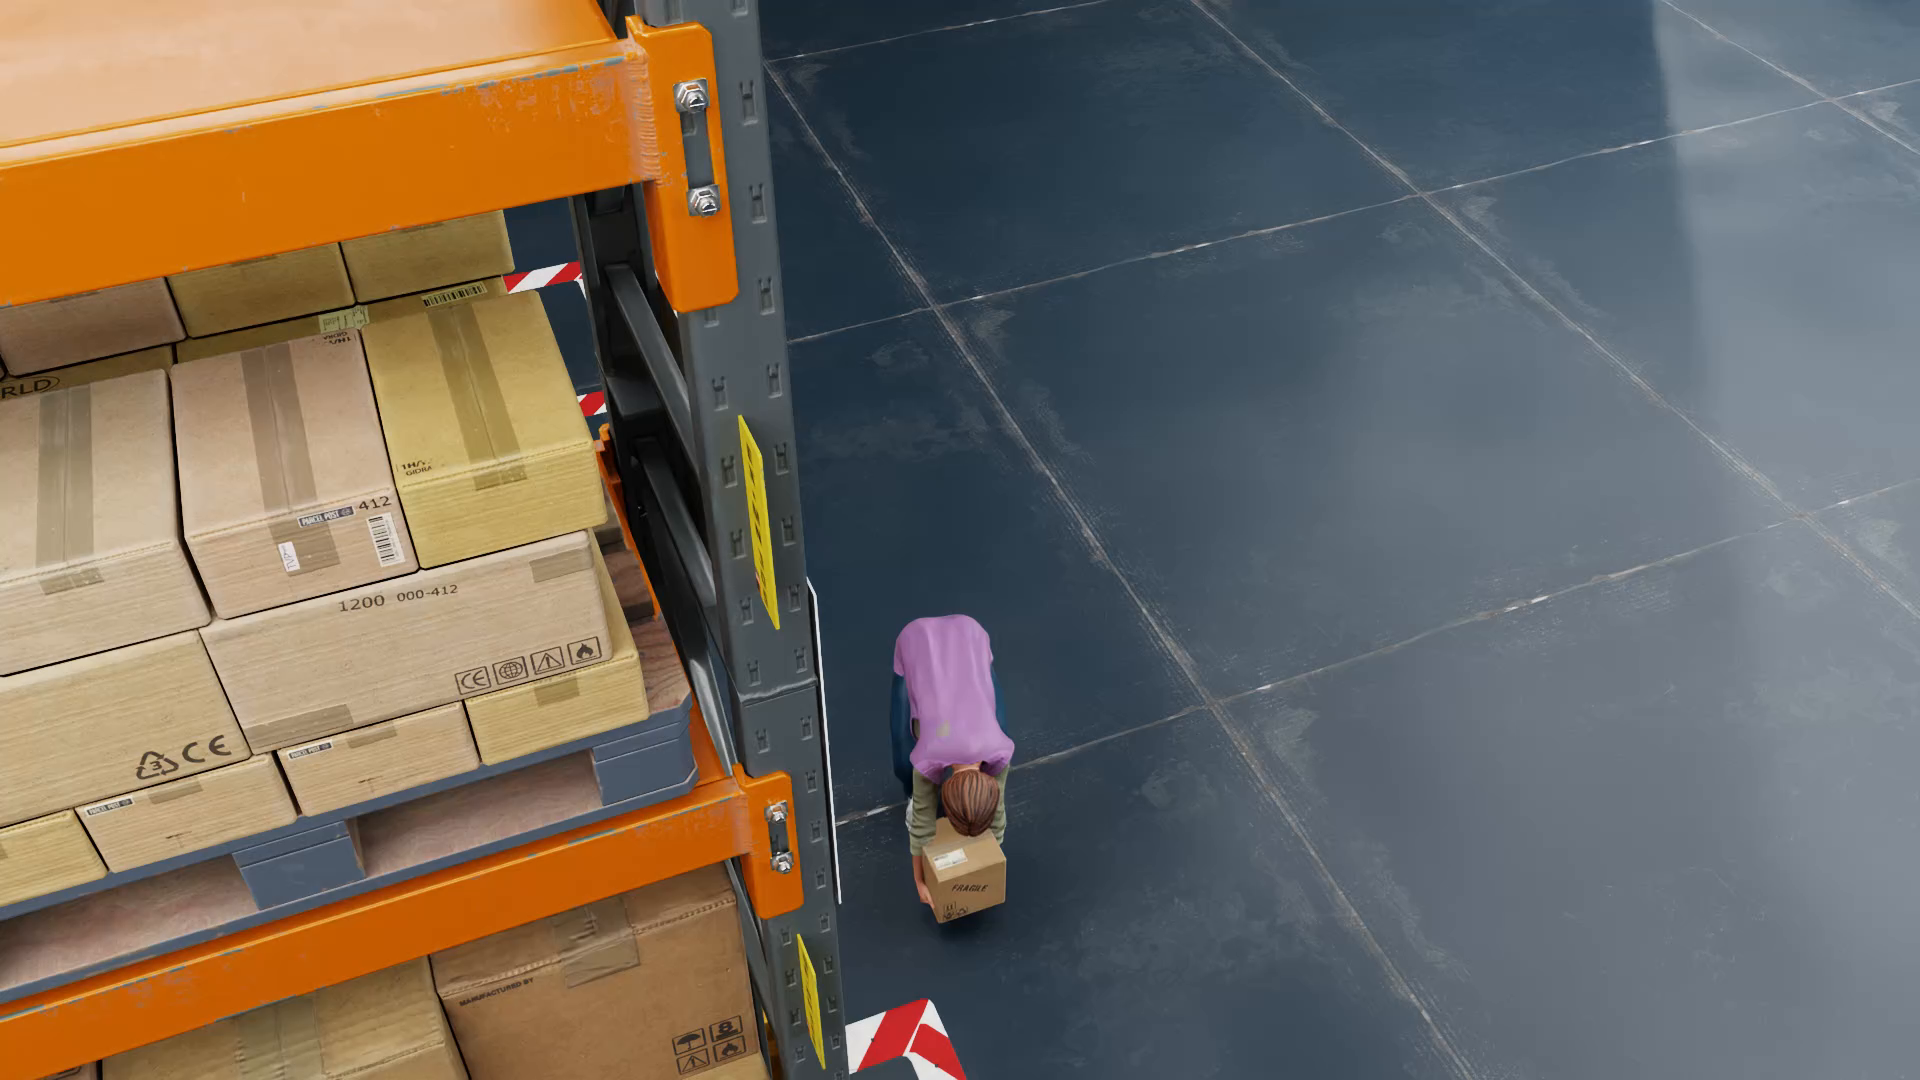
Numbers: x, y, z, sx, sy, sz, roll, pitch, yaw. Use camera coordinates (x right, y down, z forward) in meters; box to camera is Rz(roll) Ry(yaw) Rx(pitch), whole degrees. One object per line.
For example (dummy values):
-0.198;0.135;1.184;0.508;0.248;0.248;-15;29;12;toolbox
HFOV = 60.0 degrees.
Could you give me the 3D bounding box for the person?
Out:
-0.032;0.403;5.723;0.455;1.596;0.339;-4;42;-5;person
